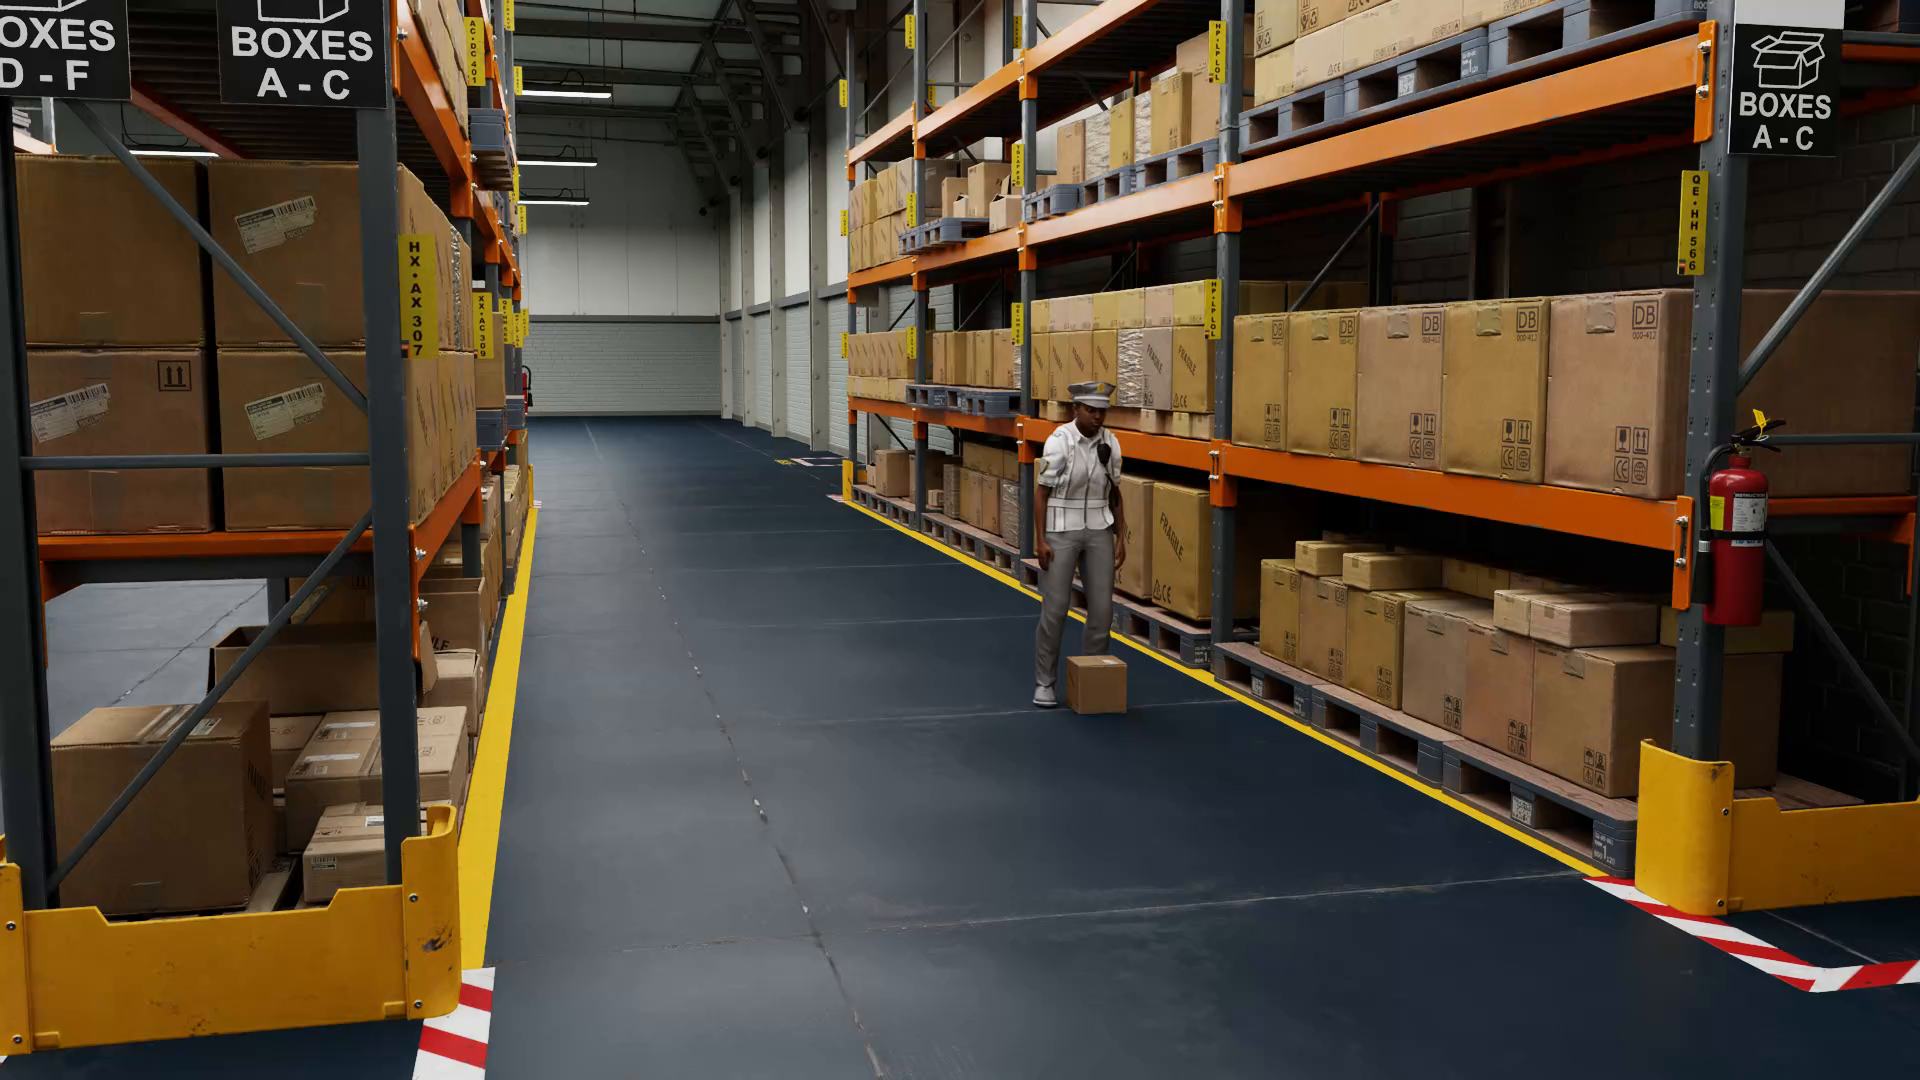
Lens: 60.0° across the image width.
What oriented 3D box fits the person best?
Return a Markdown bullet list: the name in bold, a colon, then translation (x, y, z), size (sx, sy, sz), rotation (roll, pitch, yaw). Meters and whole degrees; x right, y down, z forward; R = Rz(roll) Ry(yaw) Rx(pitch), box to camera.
- **person**: translation (0.610, 0.010, 8.592), size (0.531, 1.659, 0.398), rotation (-2, 7, -17)
